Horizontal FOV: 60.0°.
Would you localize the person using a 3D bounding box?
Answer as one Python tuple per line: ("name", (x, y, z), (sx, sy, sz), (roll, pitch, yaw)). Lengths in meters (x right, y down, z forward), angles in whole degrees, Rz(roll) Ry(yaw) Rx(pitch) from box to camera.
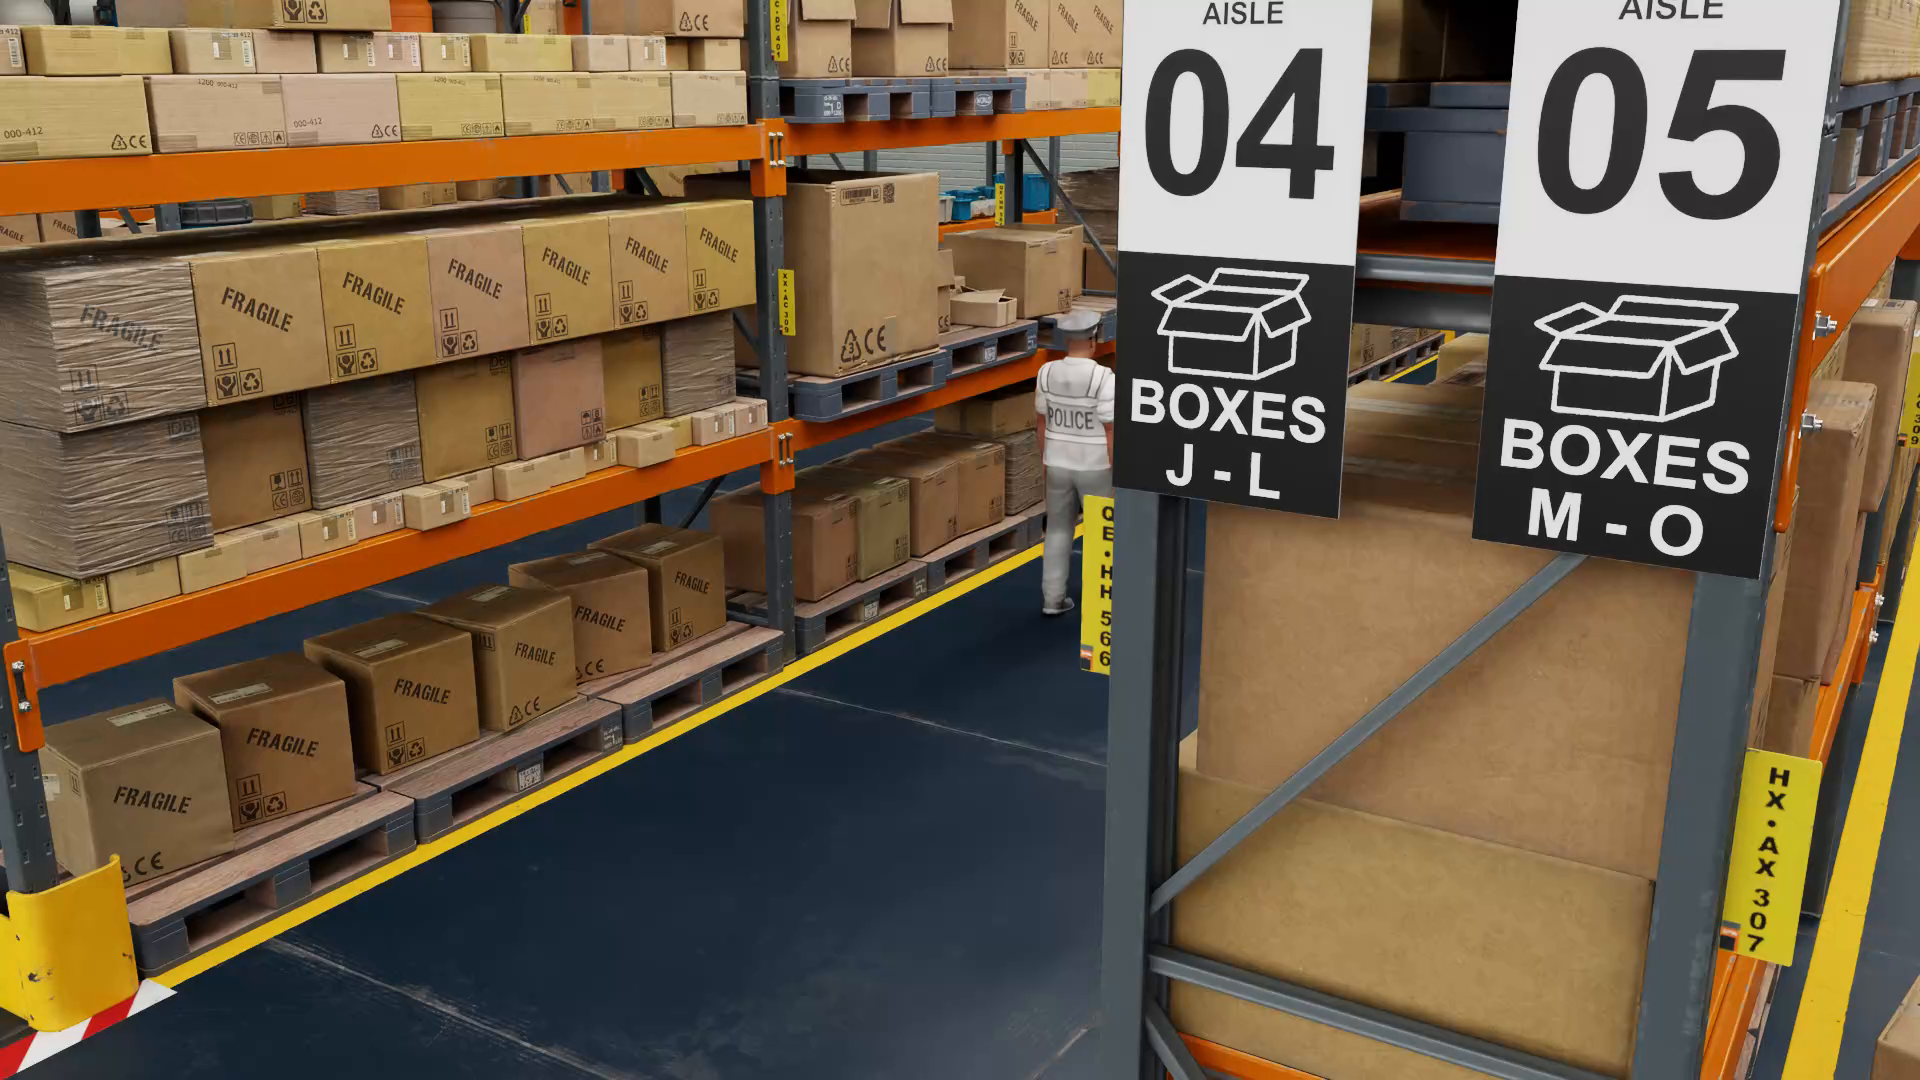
("person", (0.687, -0.411, 9.469), (0.538, 1.782, 0.407), (9, 18, 29))
